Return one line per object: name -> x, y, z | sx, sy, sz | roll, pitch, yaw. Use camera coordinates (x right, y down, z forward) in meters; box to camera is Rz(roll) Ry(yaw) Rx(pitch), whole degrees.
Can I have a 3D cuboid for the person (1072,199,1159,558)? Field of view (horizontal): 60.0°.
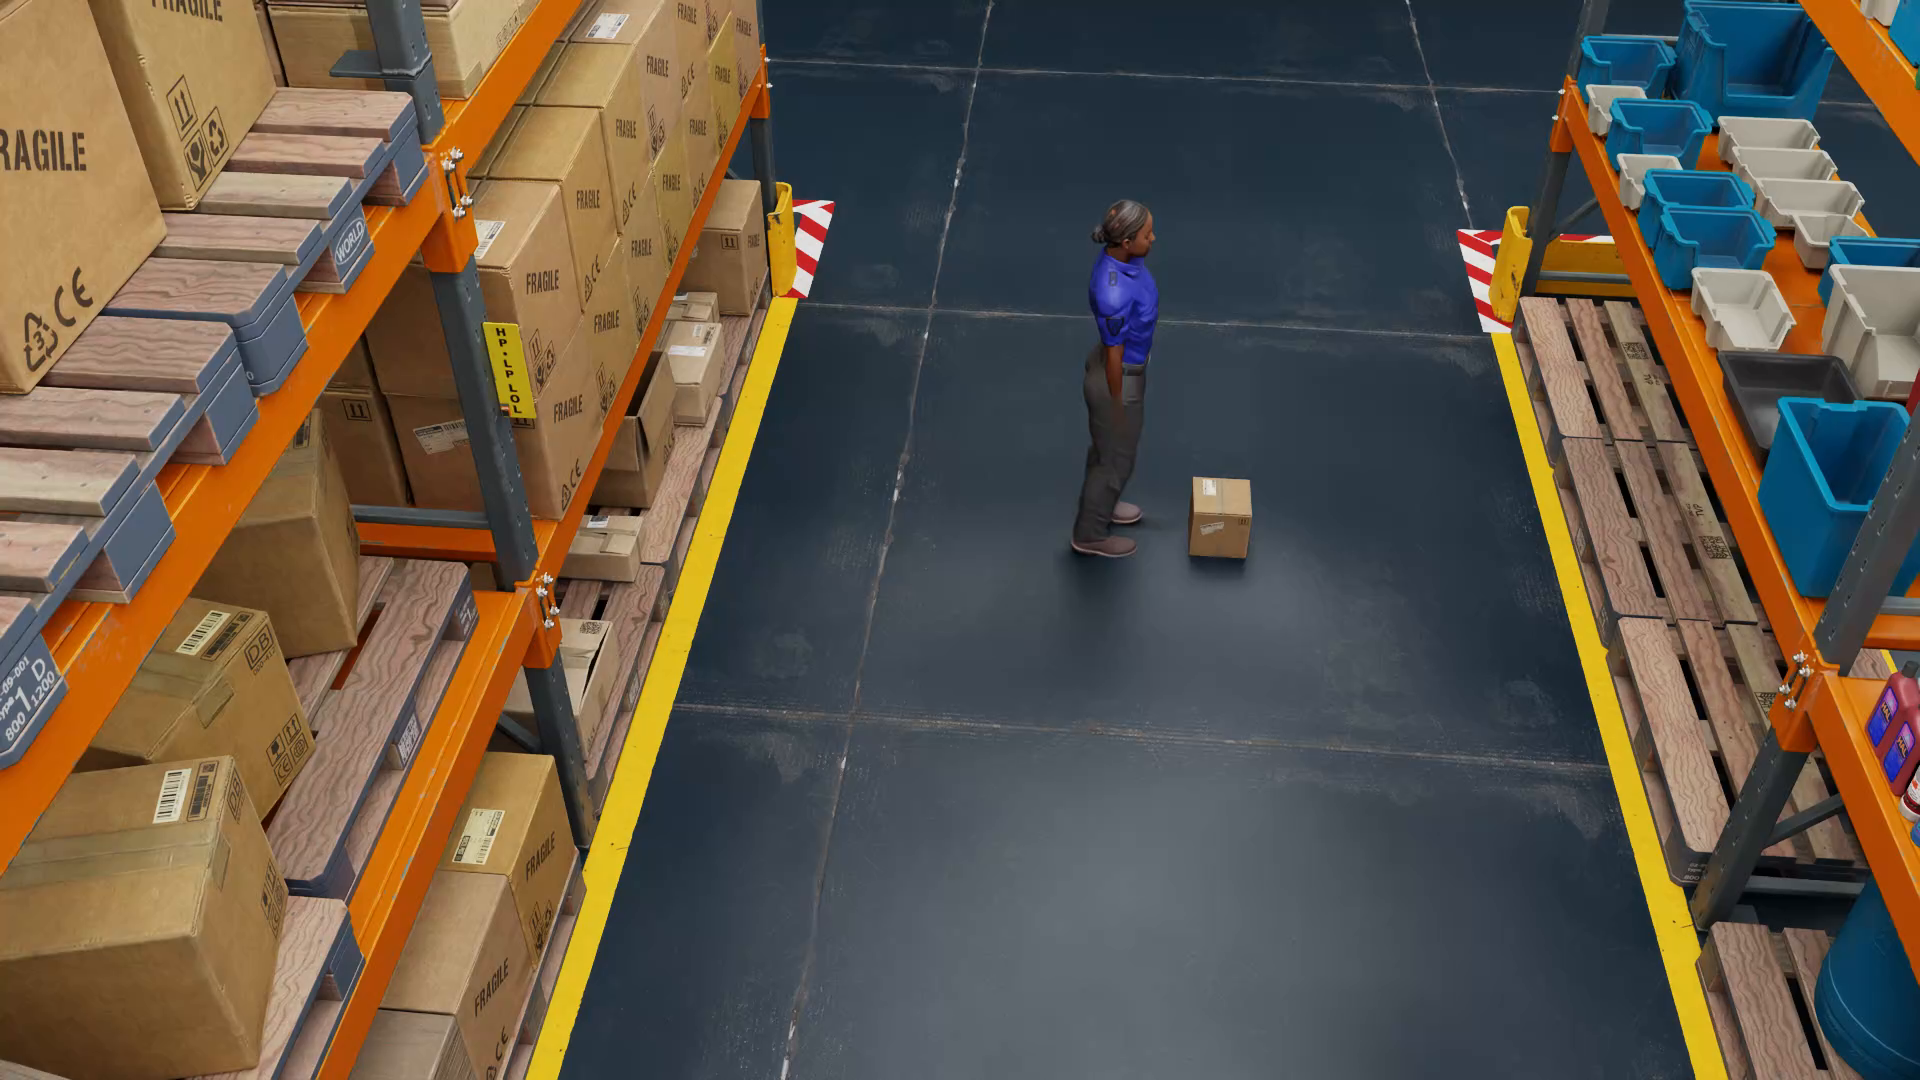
person -> 0.663, -0.675, 6.965 | 0.303, 1.663, 0.437 | 4, 40, 5
